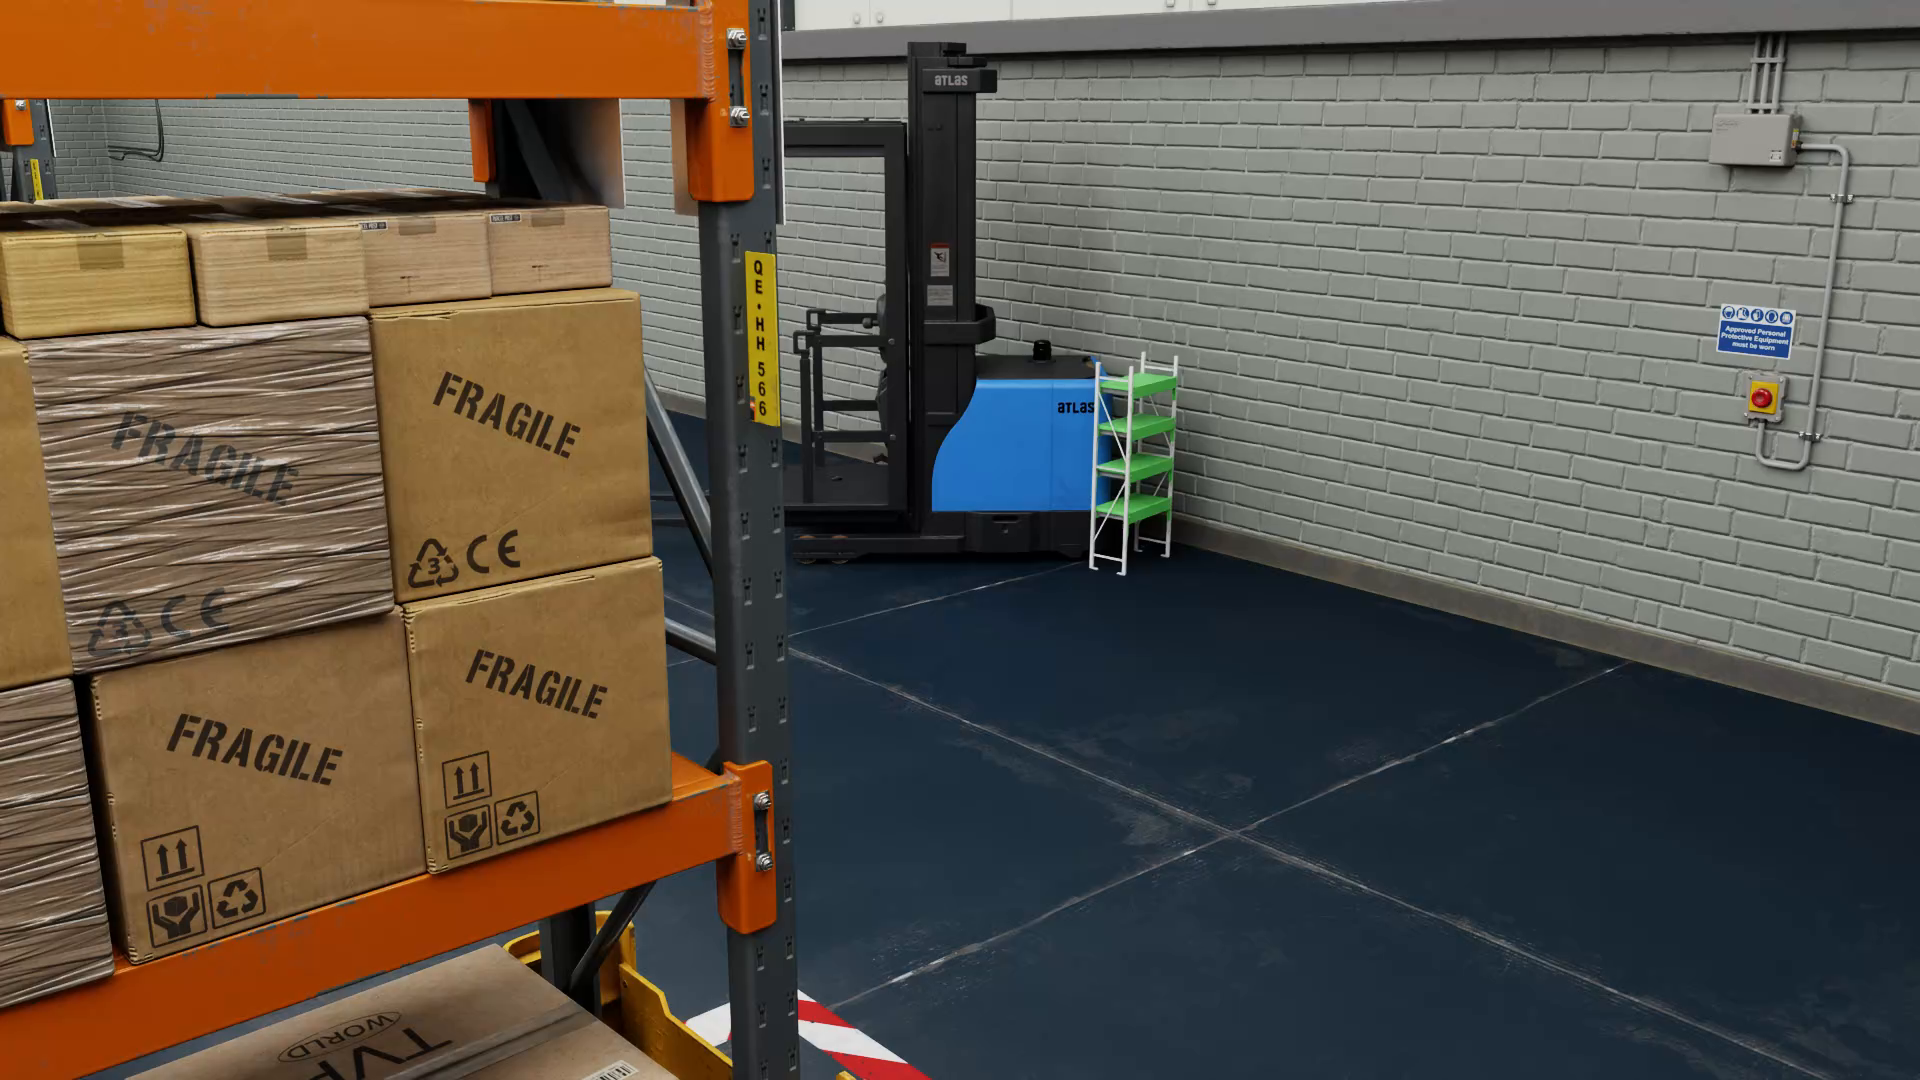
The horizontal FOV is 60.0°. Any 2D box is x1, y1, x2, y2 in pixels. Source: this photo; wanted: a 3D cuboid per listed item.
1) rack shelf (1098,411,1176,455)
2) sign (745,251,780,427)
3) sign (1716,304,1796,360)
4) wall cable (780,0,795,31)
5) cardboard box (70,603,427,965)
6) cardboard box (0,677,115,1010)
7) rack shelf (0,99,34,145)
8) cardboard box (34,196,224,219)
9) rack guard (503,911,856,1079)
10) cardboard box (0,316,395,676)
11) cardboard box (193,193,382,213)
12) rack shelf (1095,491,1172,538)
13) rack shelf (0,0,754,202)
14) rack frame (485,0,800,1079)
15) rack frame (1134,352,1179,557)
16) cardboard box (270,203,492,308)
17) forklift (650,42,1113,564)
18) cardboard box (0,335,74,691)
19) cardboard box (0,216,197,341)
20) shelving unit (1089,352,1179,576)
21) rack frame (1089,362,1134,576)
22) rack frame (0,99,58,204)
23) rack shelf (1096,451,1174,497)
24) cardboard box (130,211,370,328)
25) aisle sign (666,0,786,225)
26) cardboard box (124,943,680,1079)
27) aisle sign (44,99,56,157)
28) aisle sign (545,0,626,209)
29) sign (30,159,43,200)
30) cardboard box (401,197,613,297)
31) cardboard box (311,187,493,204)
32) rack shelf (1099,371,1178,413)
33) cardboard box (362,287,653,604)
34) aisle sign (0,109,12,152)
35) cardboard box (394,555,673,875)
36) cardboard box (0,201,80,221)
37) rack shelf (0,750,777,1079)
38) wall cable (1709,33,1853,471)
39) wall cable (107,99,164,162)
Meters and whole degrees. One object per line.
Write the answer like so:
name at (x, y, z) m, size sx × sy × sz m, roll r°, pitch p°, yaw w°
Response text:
rack shelf at (1.005, -0.617, 9.546) m, size 0.258 × 0.148 × 0.480 m, roll 12°, pitch 19°, yaw 36°
sign at (-0.377, -0.382, 3.164) m, size 0.005 × 0.325 × 0.100 m, roll -13°, pitch 19°, yaw -39°
sign at (3.530, -0.926, 7.381) m, size 0.001 × 0.218 × 0.327 m, roll -13°, pitch 19°, yaw -39°
wall cable at (-0.700, -6.485, 10.856) m, size 0.120 × 5.999 × 2.277 m, roll -13°, pitch 19°, yaw -39°
cardboard box at (-1.302, 0.351, 2.929) m, size 0.500 × 0.500 × 0.500 m, roll -13°, pitch 20°, yaw -41°
cardboard box at (-1.683, 0.440, 2.596) m, size 0.500 × 0.500 × 0.500 m, roll -12°, pitch 19°, yaw -38°
rack shelf at (-5.558, -1.525, 5.730) m, size 4.000 × 0.370 × 1.077 m, roll -13°, pitch 19°, yaw -39°
cardboard box at (-1.595, -0.575, 3.200) m, size 0.250 × 0.149 × 0.380 m, roll -12°, pitch 19°, yaw -38°
rack guard at (-0.705, 1.388, 4.086) m, size 0.348 × 0.500 × 1.175 m, roll -13°, pitch 19°, yaw -39°
cardboard box at (-1.306, -0.125, 2.774) m, size 0.500 × 0.500 × 0.500 m, roll -13°, pitch 19°, yaw -39°
cardboard box at (-1.324, -0.596, 3.281) m, size 0.250 × 0.149 × 0.380 m, roll -12°, pitch 19°, yaw -38°
rack shelf at (1.000, -0.154, 9.673) m, size 0.258 × 0.148 × 0.480 m, roll 12°, pitch 19°, yaw 36°
rack shelf at (-2.232, -0.579, 2.186) m, size 4.000 × 0.370 × 1.077 m, roll -13°, pitch 19°, yaw -39°
rack frame at (-0.721, 0.185, 3.746) m, size 0.053 × 2.616 × 0.949 m, roll -13°, pitch 19°, yaw -39°
rack frame at (1.151, -0.497, 9.780) m, size 0.240 × 1.200 × 0.015 m, roll 12°, pitch 19°, yaw 36°
cardboard box at (-1.038, -0.513, 2.971) m, size 0.250 × 0.149 × 0.380 m, roll -12°, pitch 19°, yaw -38°
forklift at (-0.624, -1.414, 9.864) m, size 3.031 × 2.935 × 1.130 m, roll 0°, pitch 15°, yaw -1°
cardboard box at (-1.681, -0.042, 2.463) m, size 0.500 × 0.500 × 0.500 m, roll -13°, pitch 20°, yaw -40°
cardboard box at (-1.395, -0.418, 2.616) m, size 0.250 × 0.149 × 0.380 m, roll -12°, pitch 19°, yaw -38°
shelving unit at (1.003, -0.447, 9.592) m, size 0.258 × 1.200 × 0.503 m, roll 12°, pitch 19°, yaw 36°
rack frame at (0.855, -0.397, 9.405) m, size 0.240 × 1.200 × 0.015 m, roll 12°, pitch 19°, yaw 36°
rack frame at (-4.049, -0.763, 7.292) m, size 0.127 × 3.000 × 1.000 m, roll -13°, pitch 19°, yaw -39°
rack shelf at (1.003, -0.386, 9.609) m, size 0.258 × 0.148 × 0.480 m, roll 12°, pitch 19°, yaw 36°
cardboard box at (-1.178, -0.453, 2.746) m, size 0.250 × 0.149 × 0.380 m, roll -13°, pitch 20°, yaw -40°
aisle sign at (-0.465, -1.024, 3.233) m, size 0.004 × 0.787 × 0.394 m, roll -13°, pitch 19°, yaw -39°
cardboard box at (-1.155, 1.350, 3.534) m, size 0.875 × 0.438 × 0.875 m, roll -14°, pitch 20°, yaw -41°
aisle sign at (-3.797, -1.972, 6.784) m, size 0.004 × 0.787 × 0.394 m, roll -13°, pitch 19°, yaw -39°
aisle sign at (-0.859, -1.141, 3.670) m, size 0.004 × 0.787 × 0.394 m, roll -13°, pitch 19°, yaw -39°
sign at (-3.700, -1.363, 6.685) m, size 0.005 × 0.325 × 0.100 m, roll -13°, pitch 19°, yaw -39°
cardboard box at (-0.862, -0.561, 3.149) m, size 0.250 × 0.149 × 0.380 m, roll -12°, pitch 19°, yaw -39°
cardboard box at (-1.173, -0.654, 3.500) m, size 0.250 × 0.149 × 0.380 m, roll -12°, pitch 19°, yaw -38°
rack shelf at (1.008, -0.849, 9.482) m, size 0.258 × 0.148 × 0.480 m, roll 12°, pitch 19°, yaw 36°
cardboard box at (-0.931, -0.219, 3.127) m, size 0.500 × 0.500 × 0.500 m, roll -12°, pitch 19°, yaw -38°
aisle sign at (-4.191, -2.089, 7.222) m, size 0.004 × 0.787 × 0.394 m, roll -13°, pitch 19°, yaw -39°
cardboard box at (-0.913, 0.269, 3.237) m, size 0.500 × 0.500 × 0.500 m, roll -13°, pitch 19°, yaw -39°
cardboard box at (-1.782, -0.526, 3.020) m, size 0.250 × 0.149 × 0.380 m, roll -13°, pitch 20°, yaw -41°
rack shelf at (-2.232, 0.870, 2.573) m, size 4.000 × 0.370 × 1.077 m, roll -13°, pitch 19°, yaw -39°
wall cable at (3.515, -1.282, 7.206) m, size 0.123 × 1.953 × 0.585 m, roll -13°, pitch 19°, yaw -39°
wall cable at (-12.482, -6.925, 24.755) m, size 0.112 × 2.526 × 3.097 m, roll -13°, pitch 19°, yaw -39°
